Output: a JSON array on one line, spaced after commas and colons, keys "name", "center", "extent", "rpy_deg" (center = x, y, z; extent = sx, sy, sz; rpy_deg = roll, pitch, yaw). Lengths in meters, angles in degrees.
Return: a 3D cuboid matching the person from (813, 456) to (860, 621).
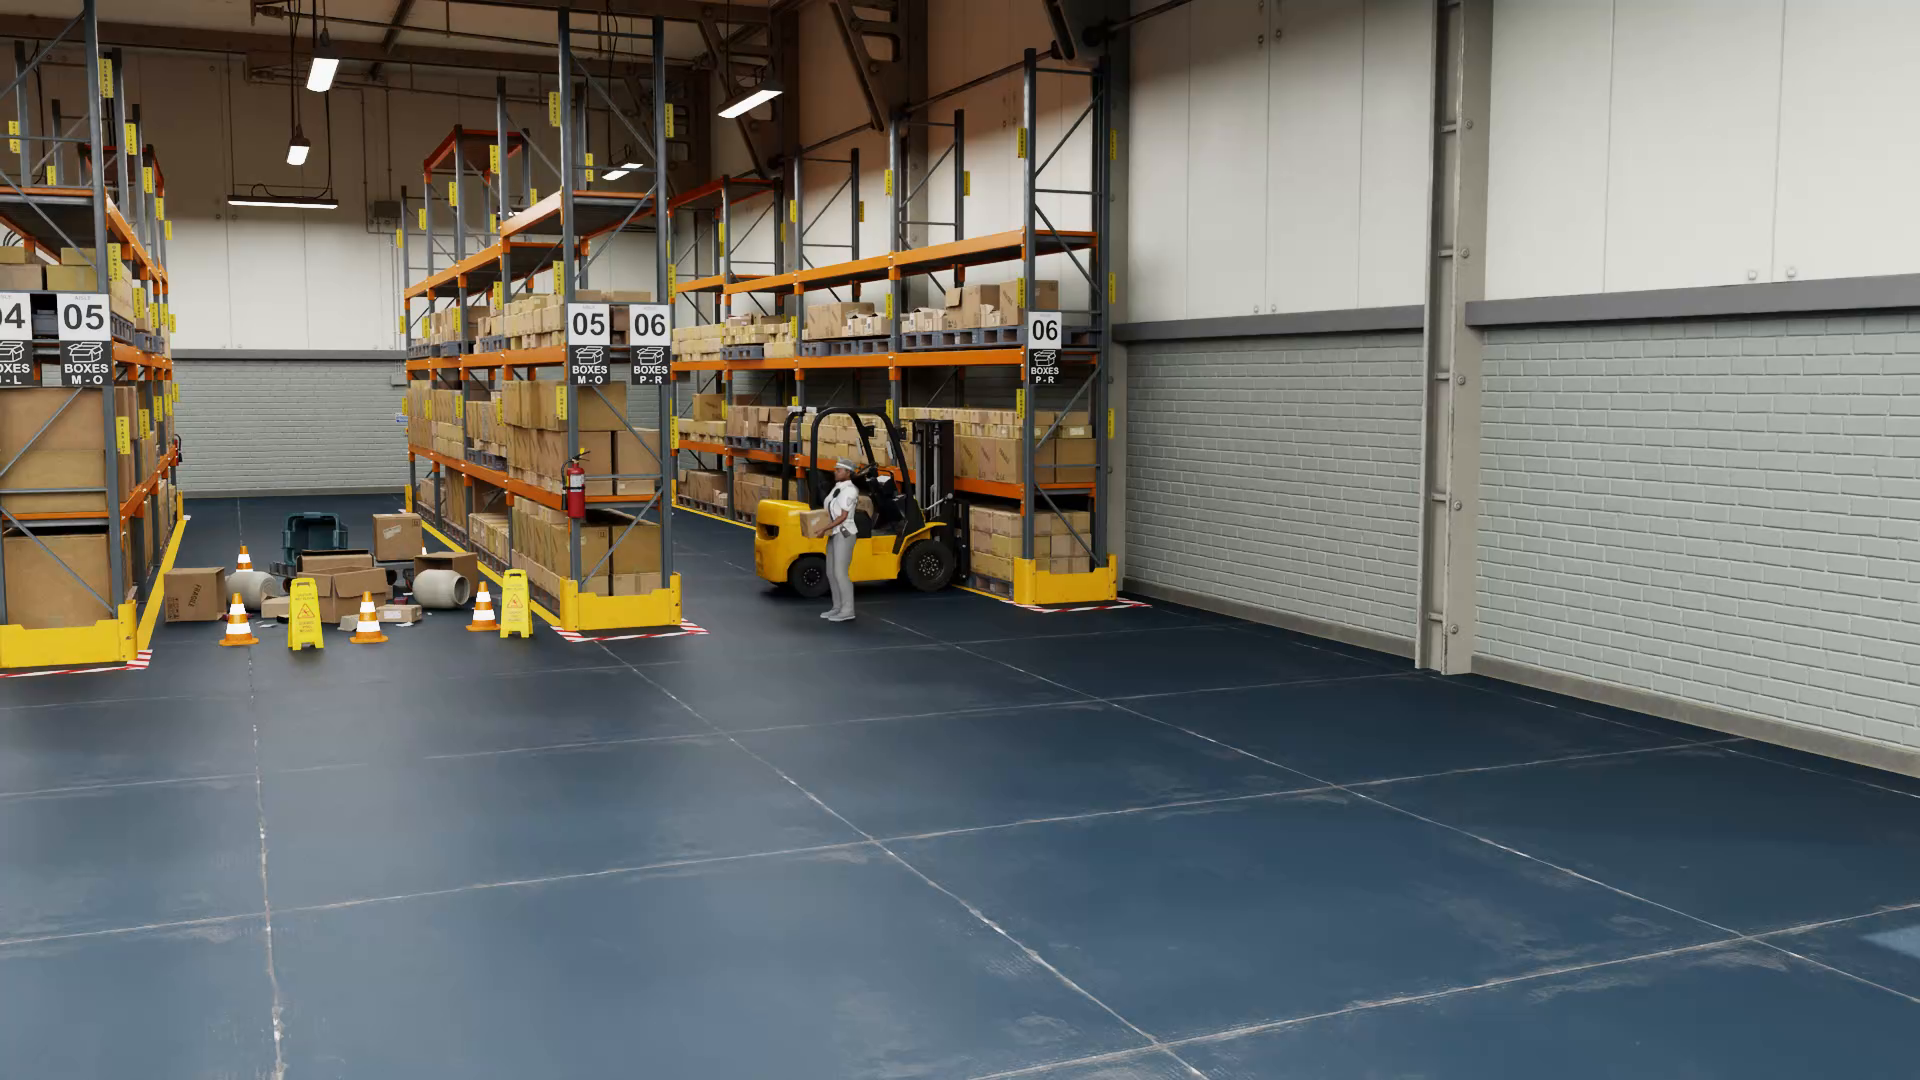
[{"name": "person", "center": [-1.301, -0.021, 17.092], "extent": [0.537, 1.687, 0.451], "rpy_deg": [-2, 6, -23]}]
